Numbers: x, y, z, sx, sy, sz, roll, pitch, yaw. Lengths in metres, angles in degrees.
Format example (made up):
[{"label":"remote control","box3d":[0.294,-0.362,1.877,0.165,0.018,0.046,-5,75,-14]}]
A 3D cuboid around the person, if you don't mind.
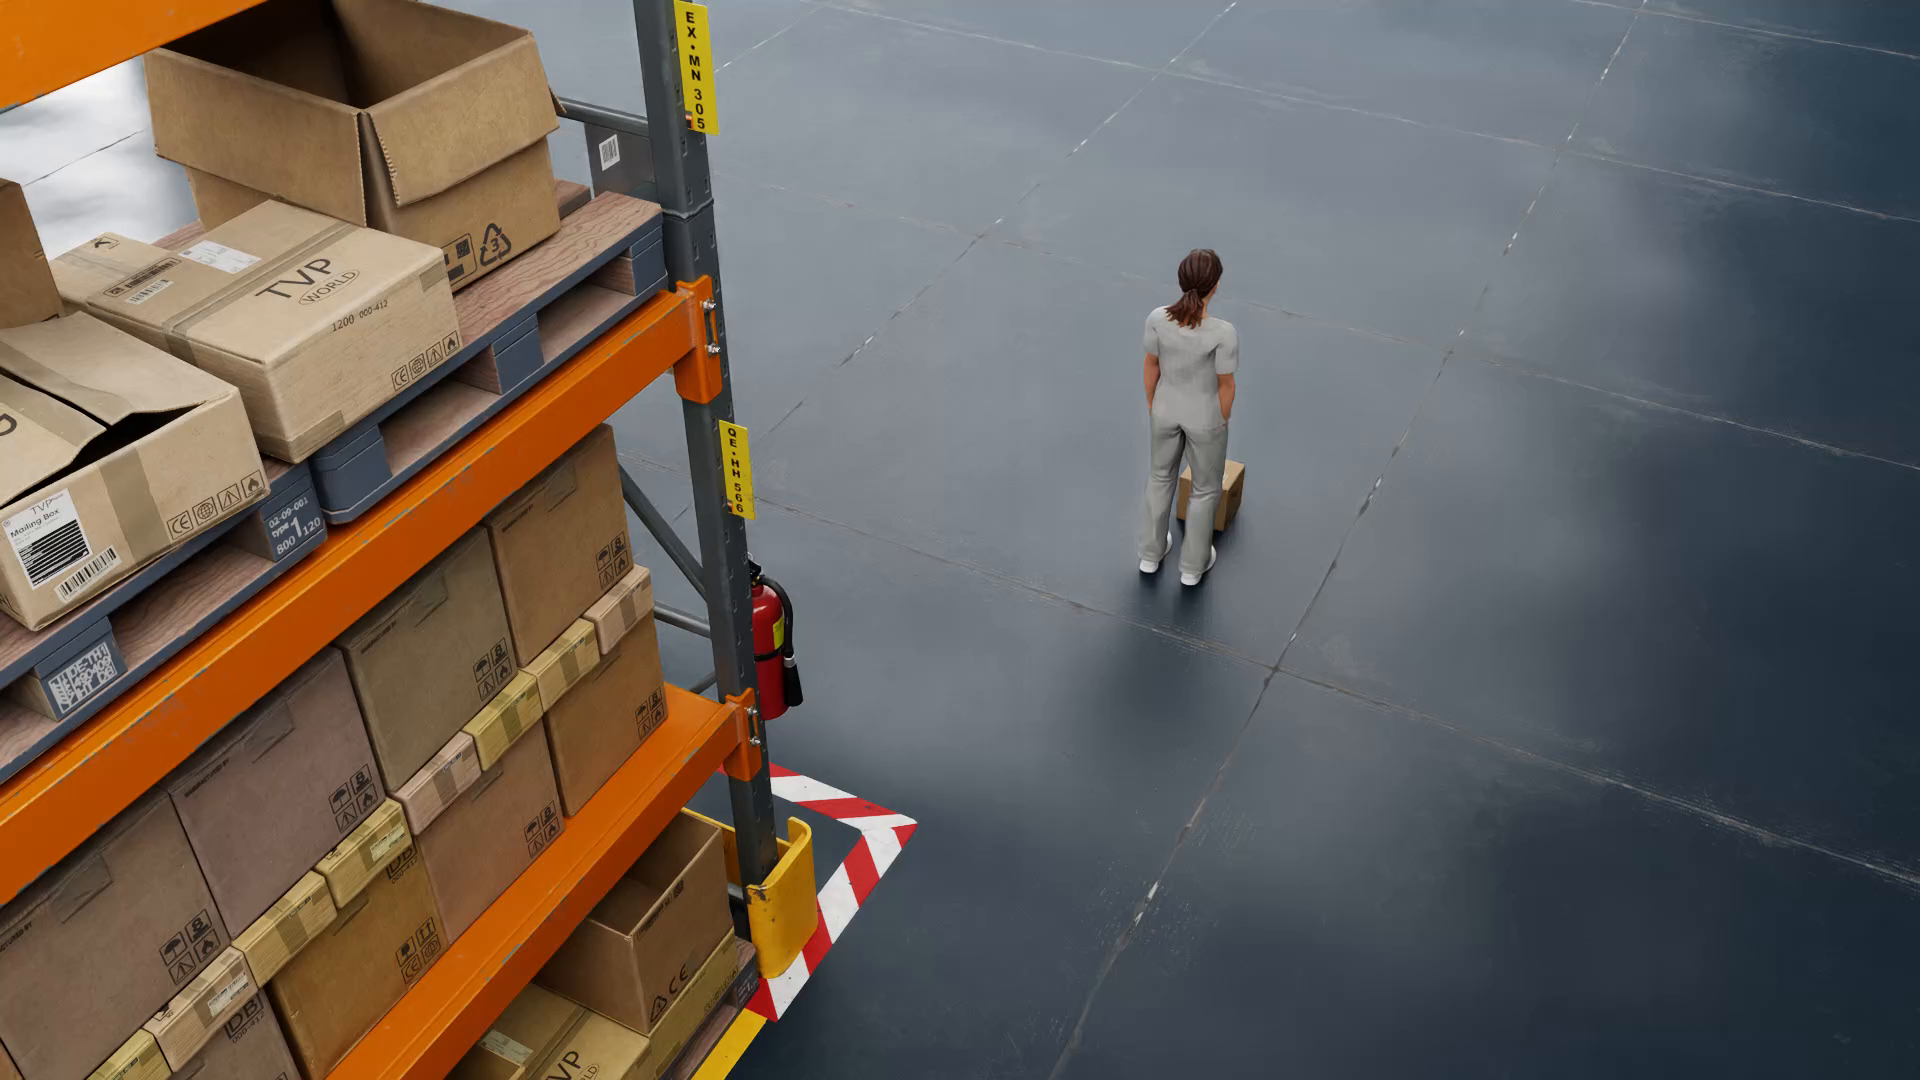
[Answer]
[{"label":"person","box3d":[1.008,-0.542,7.446,0.439,1.672,0.365,19,42,22]}]
